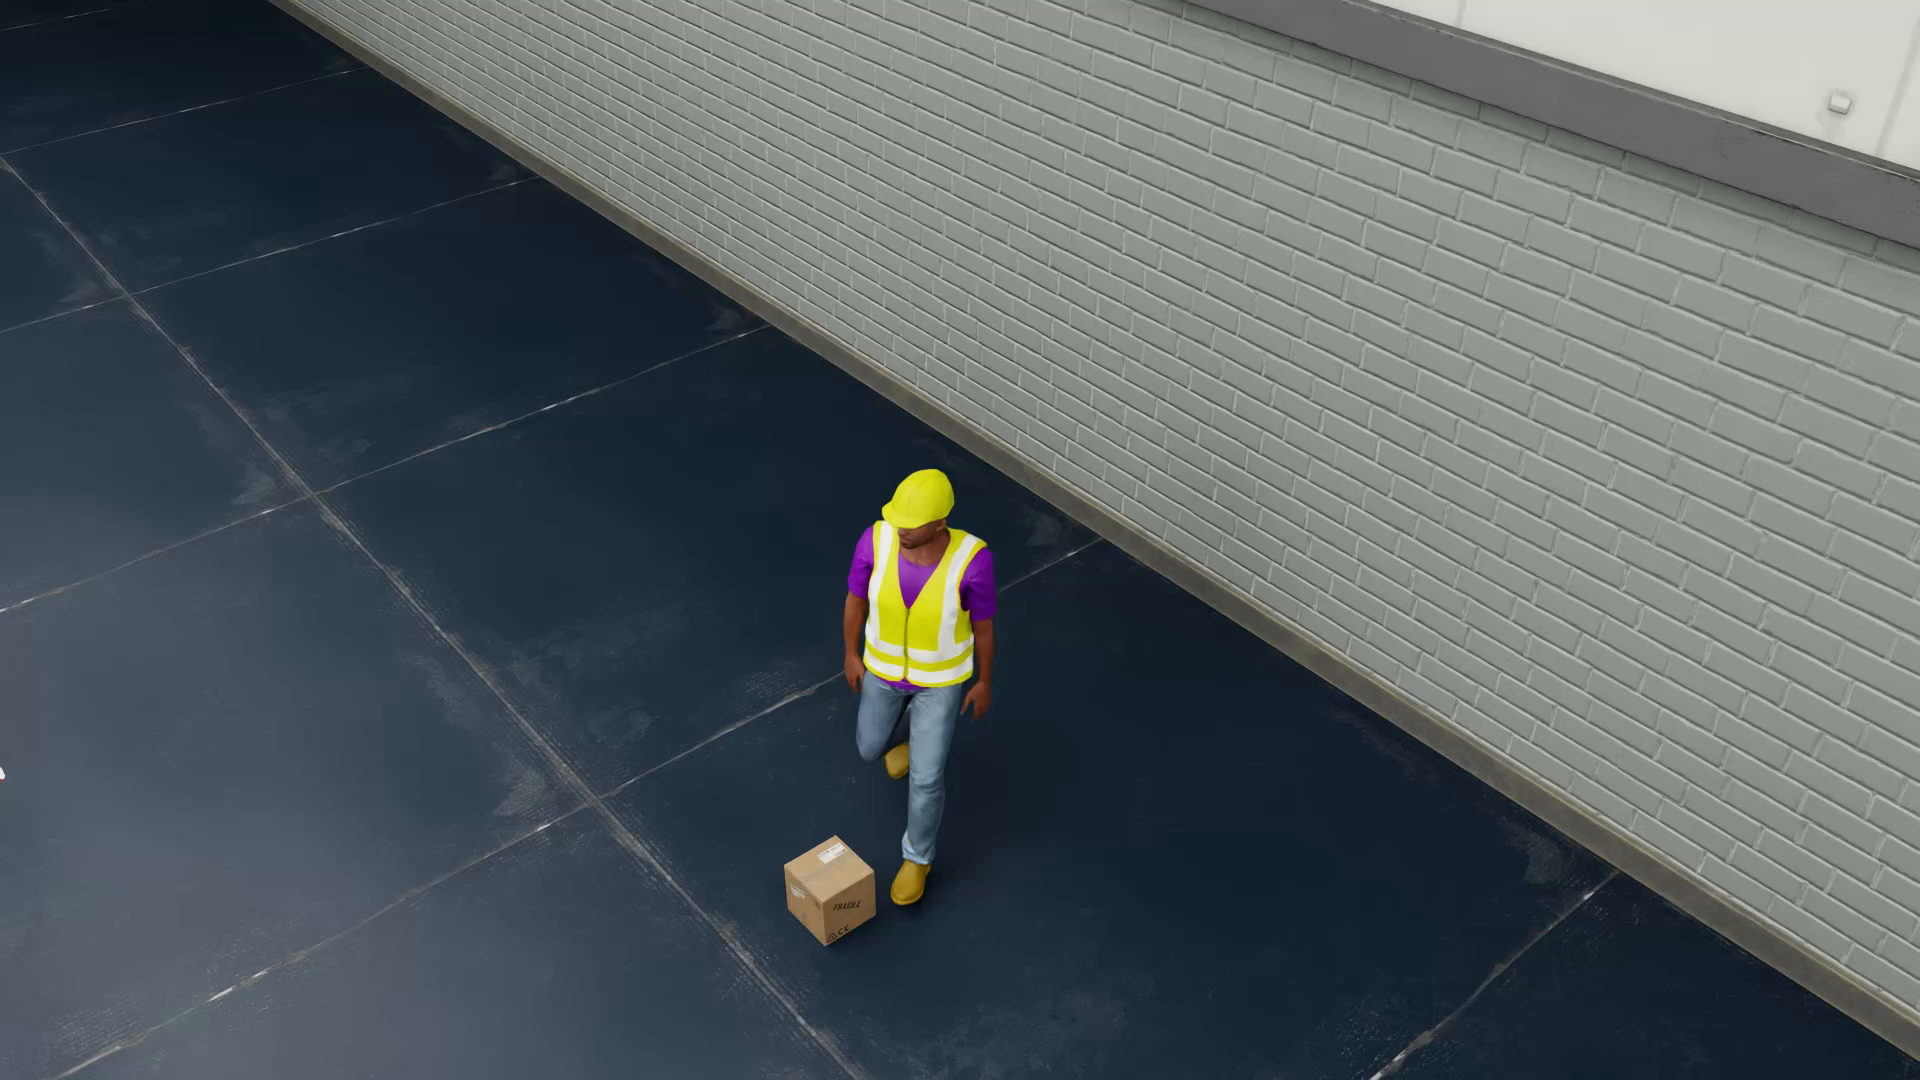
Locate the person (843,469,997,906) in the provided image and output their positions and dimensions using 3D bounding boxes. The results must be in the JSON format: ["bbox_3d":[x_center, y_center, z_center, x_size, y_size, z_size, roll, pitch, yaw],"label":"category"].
[{"bbox_3d":[-0.183,0.505,6.377,0.596,1.727,0.890,11,37,14],"label":"person"}]
